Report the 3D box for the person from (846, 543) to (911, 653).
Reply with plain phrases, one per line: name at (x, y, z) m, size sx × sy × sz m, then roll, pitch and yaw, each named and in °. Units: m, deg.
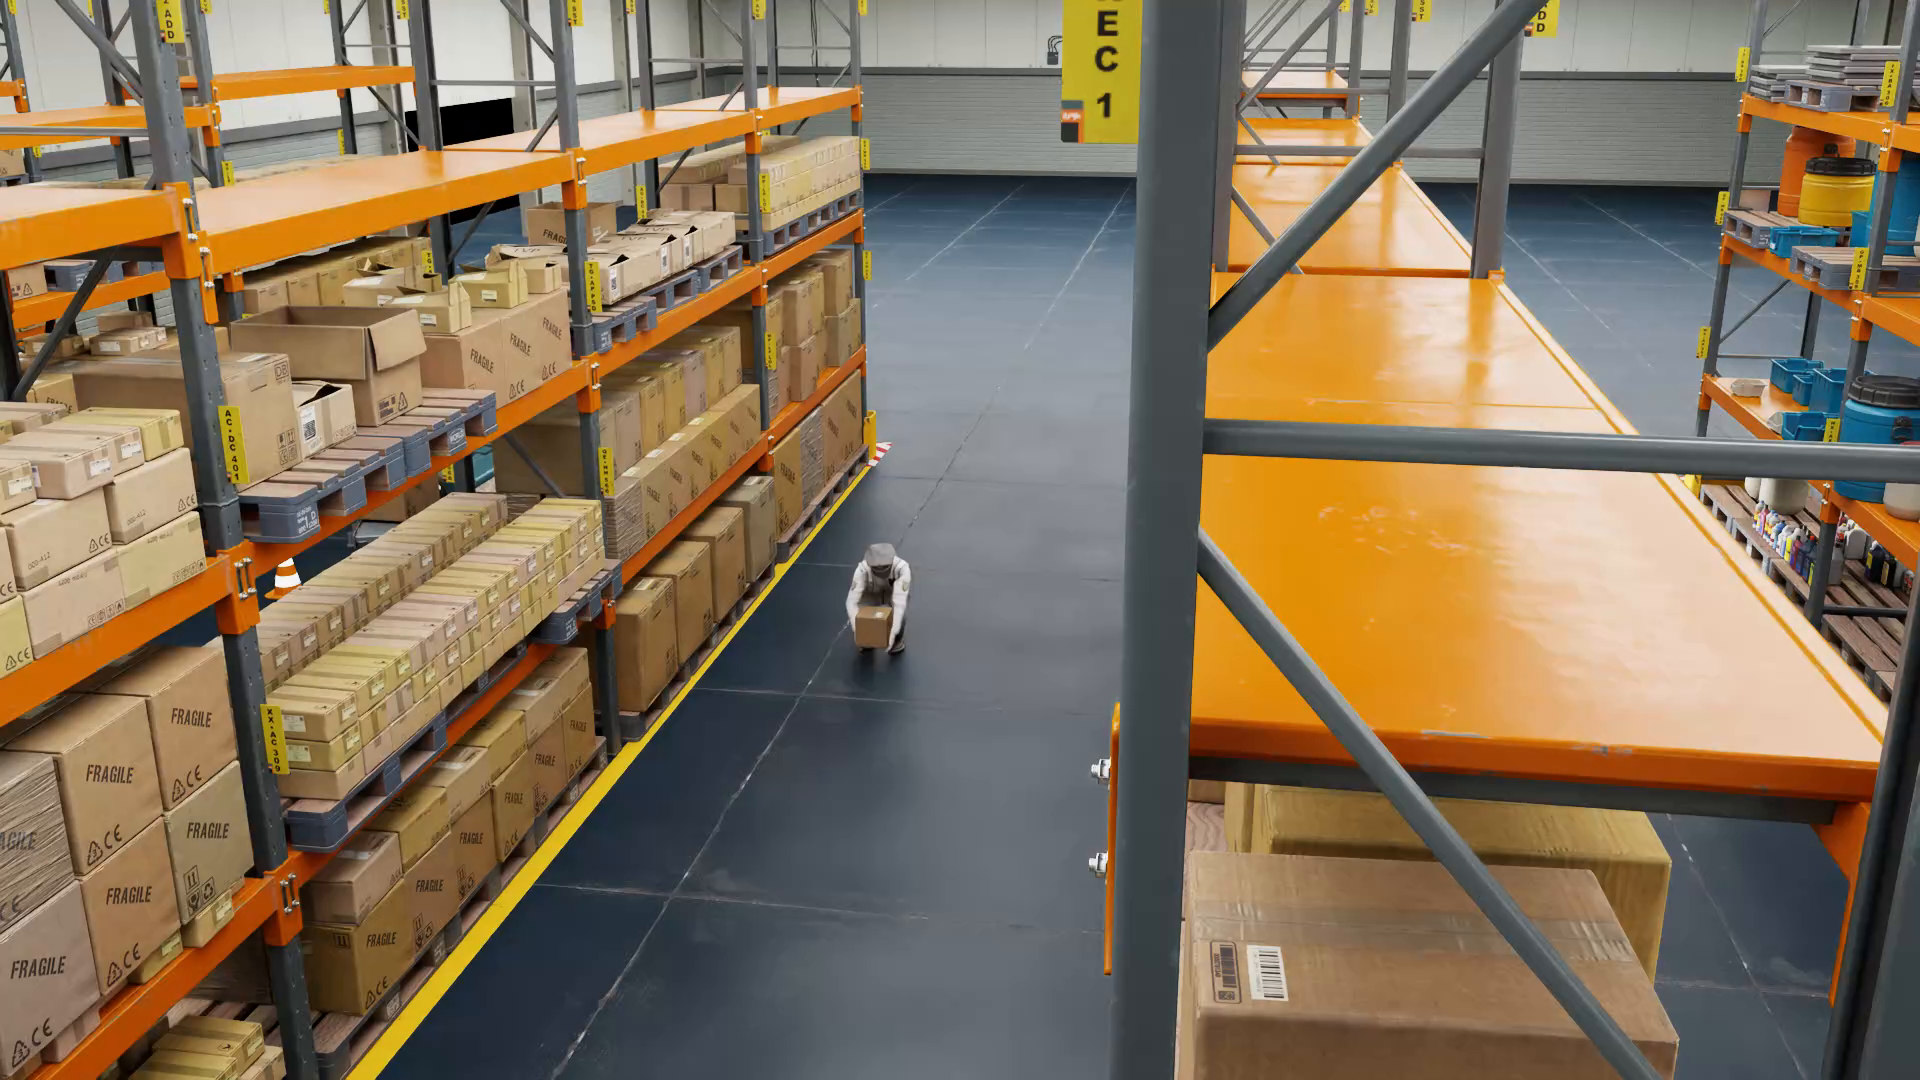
person at (-0.635, 0.440, 13.291) m, size 0.492 × 0.967 × 0.817 m, roll 3°, pitch 18°, yaw 9°
